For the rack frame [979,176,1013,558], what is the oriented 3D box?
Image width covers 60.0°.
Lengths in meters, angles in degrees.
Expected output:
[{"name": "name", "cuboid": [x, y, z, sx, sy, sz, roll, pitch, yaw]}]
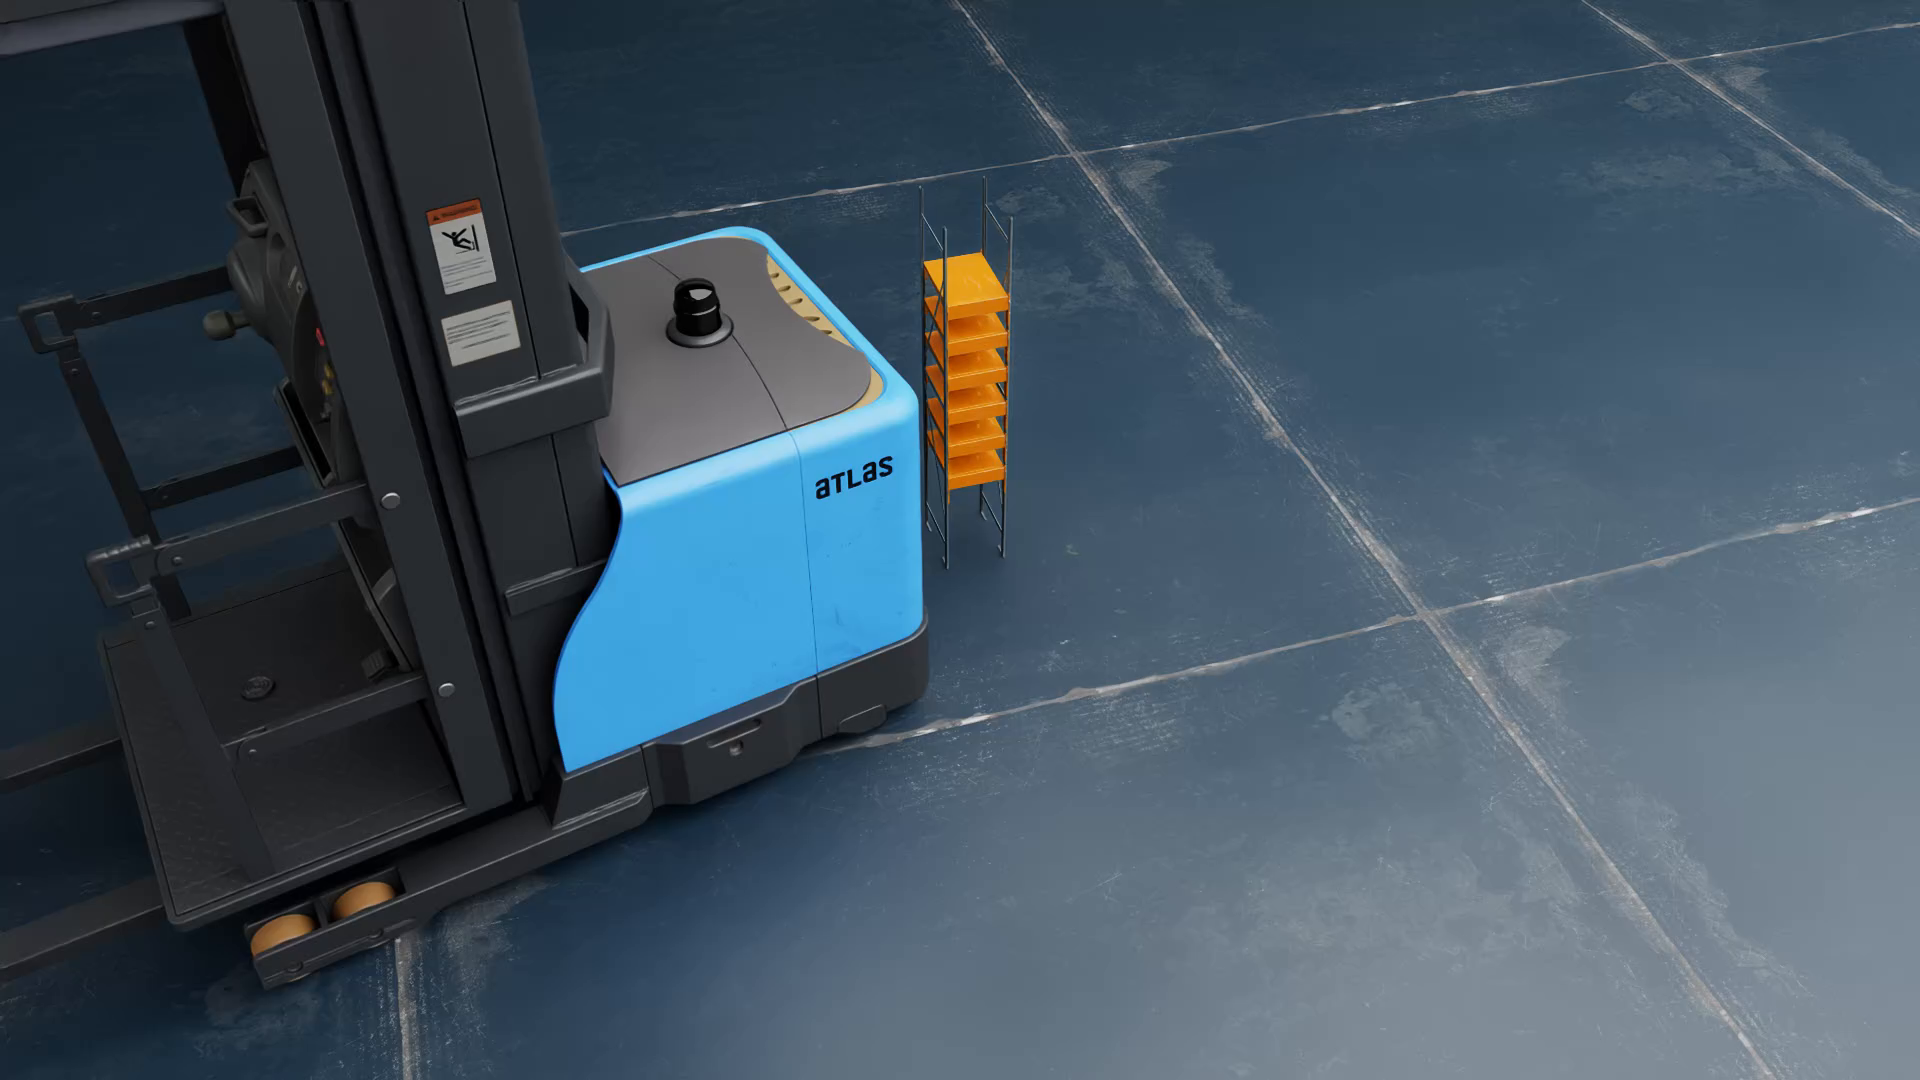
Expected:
[{"name": "rack frame", "cuboid": [0.101, -0.473, 4.879, 0.006, 1.200, 0.240, -12, 42, -13]}]

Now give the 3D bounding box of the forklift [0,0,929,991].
[{"name": "forklift", "cuboid": [-1.622, -0.435, 3.520, 3.031, 2.935, 1.130, -21, 45, -22]}]

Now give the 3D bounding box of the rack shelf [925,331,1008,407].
[{"name": "rack shelf", "cuboid": [0.014, -0.512, 4.809, 0.180, 0.103, 0.258, -12, 42, -13]}]

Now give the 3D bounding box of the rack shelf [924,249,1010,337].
[{"name": "rack shelf", "cuboid": [0.014, -0.692, 4.651, 0.180, 0.103, 0.258, -12, 42, -13]}]

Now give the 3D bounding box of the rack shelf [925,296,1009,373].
[{"name": "rack shelf", "cuboid": [0.014, -0.602, 4.730, 0.180, 0.103, 0.258, -12, 42, -13]}]

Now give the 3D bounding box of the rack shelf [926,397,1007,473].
[{"name": "rack shelf", "cuboid": [0.014, -0.331, 4.967, 0.180, 0.103, 0.258, -12, 42, -13]}]

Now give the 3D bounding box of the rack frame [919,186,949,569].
[{"name": "rack frame", "cuboid": [-0.073, -0.437, 4.838, 0.006, 1.200, 0.240, -12, 42, -13]}]

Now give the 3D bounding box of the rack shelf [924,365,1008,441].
[{"name": "rack shelf", "cuboid": [0.014, -0.421, 4.888, 0.180, 0.103, 0.258, -12, 42, -13]}]

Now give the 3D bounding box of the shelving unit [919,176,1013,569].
[{"name": "shelving unit", "cuboid": [0.014, -0.455, 4.859, 0.189, 1.200, 0.258, -12, 42, -13]}]

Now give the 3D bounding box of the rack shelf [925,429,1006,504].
[{"name": "rack shelf", "cuboid": [0.014, -0.241, 5.046, 0.180, 0.103, 0.258, -12, 42, -13]}]
